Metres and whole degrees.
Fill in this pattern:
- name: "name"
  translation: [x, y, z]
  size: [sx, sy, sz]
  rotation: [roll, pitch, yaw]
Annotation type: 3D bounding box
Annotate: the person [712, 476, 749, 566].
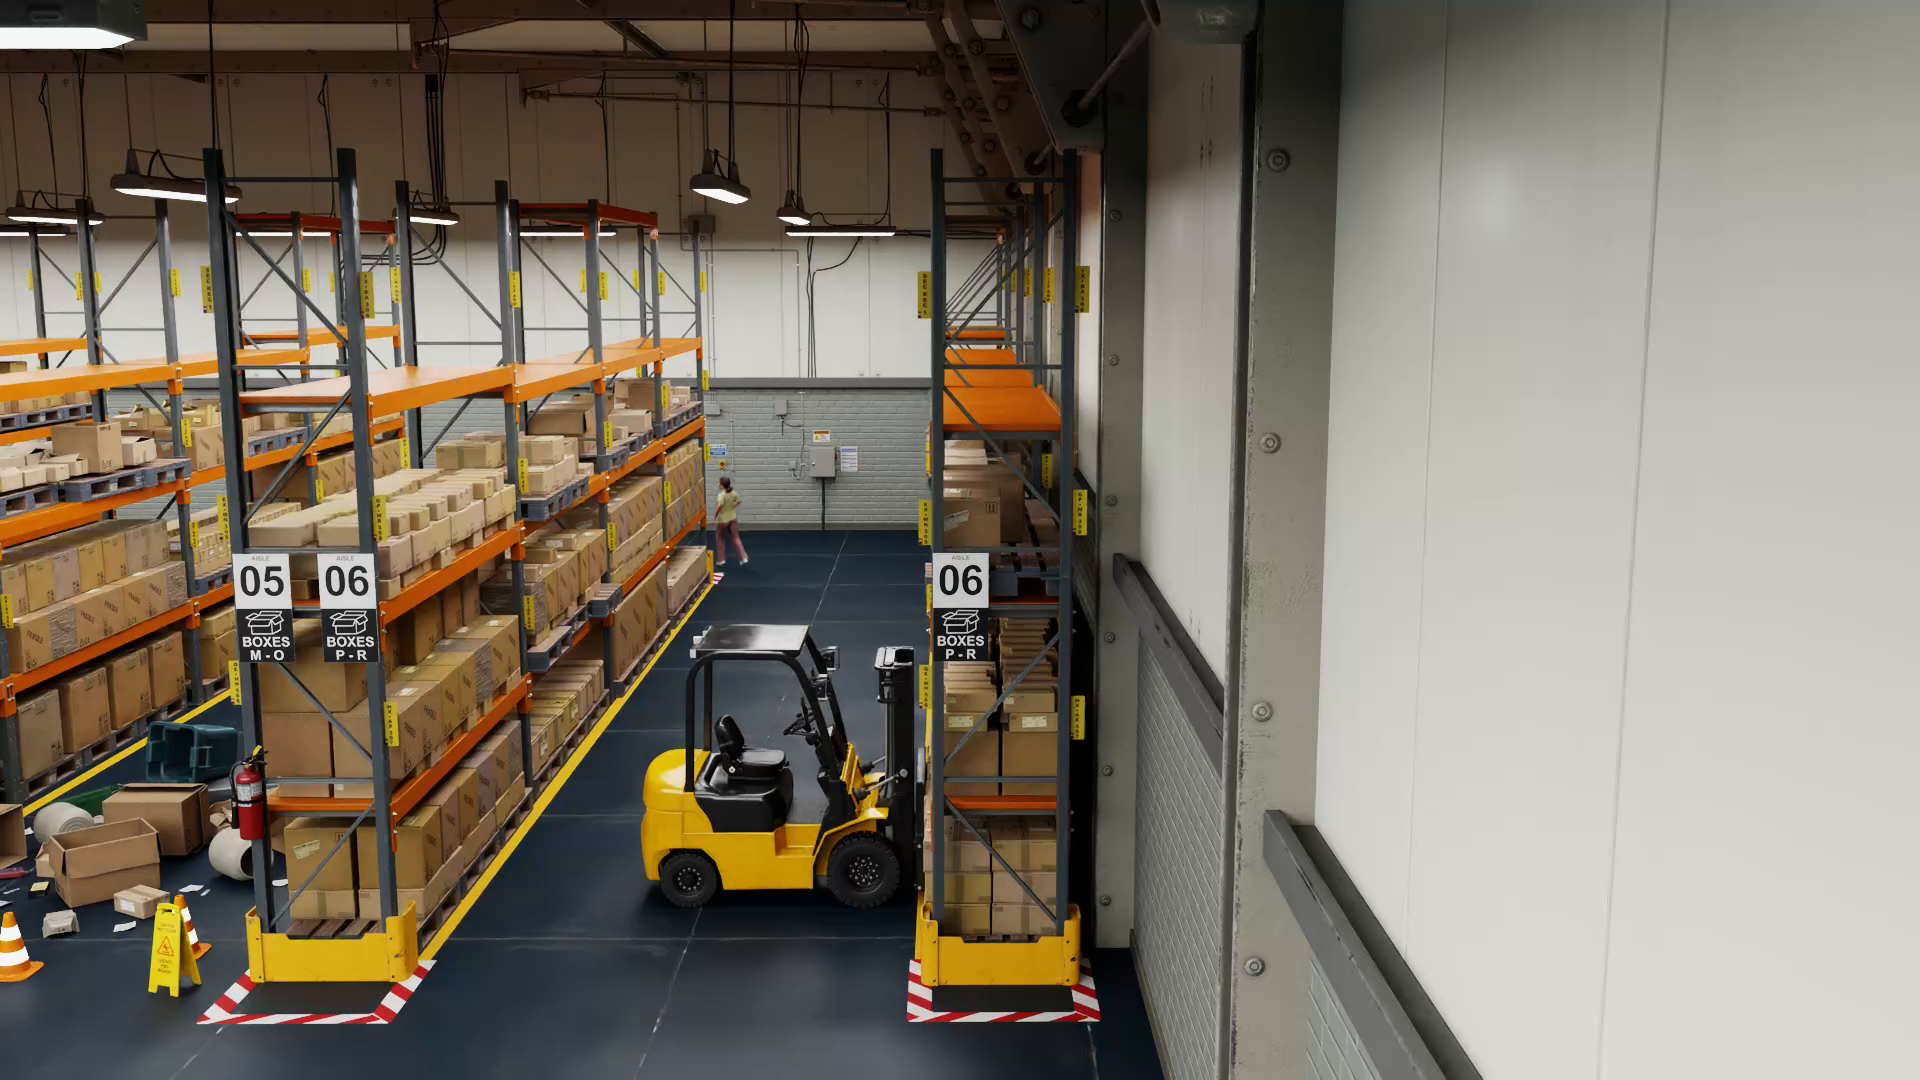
- name: "person"
  translation: [-4.141, -0.324, 29.146]
  size: [0.620, 1.639, 0.928]
  rotation: [-7, 12, -38]
